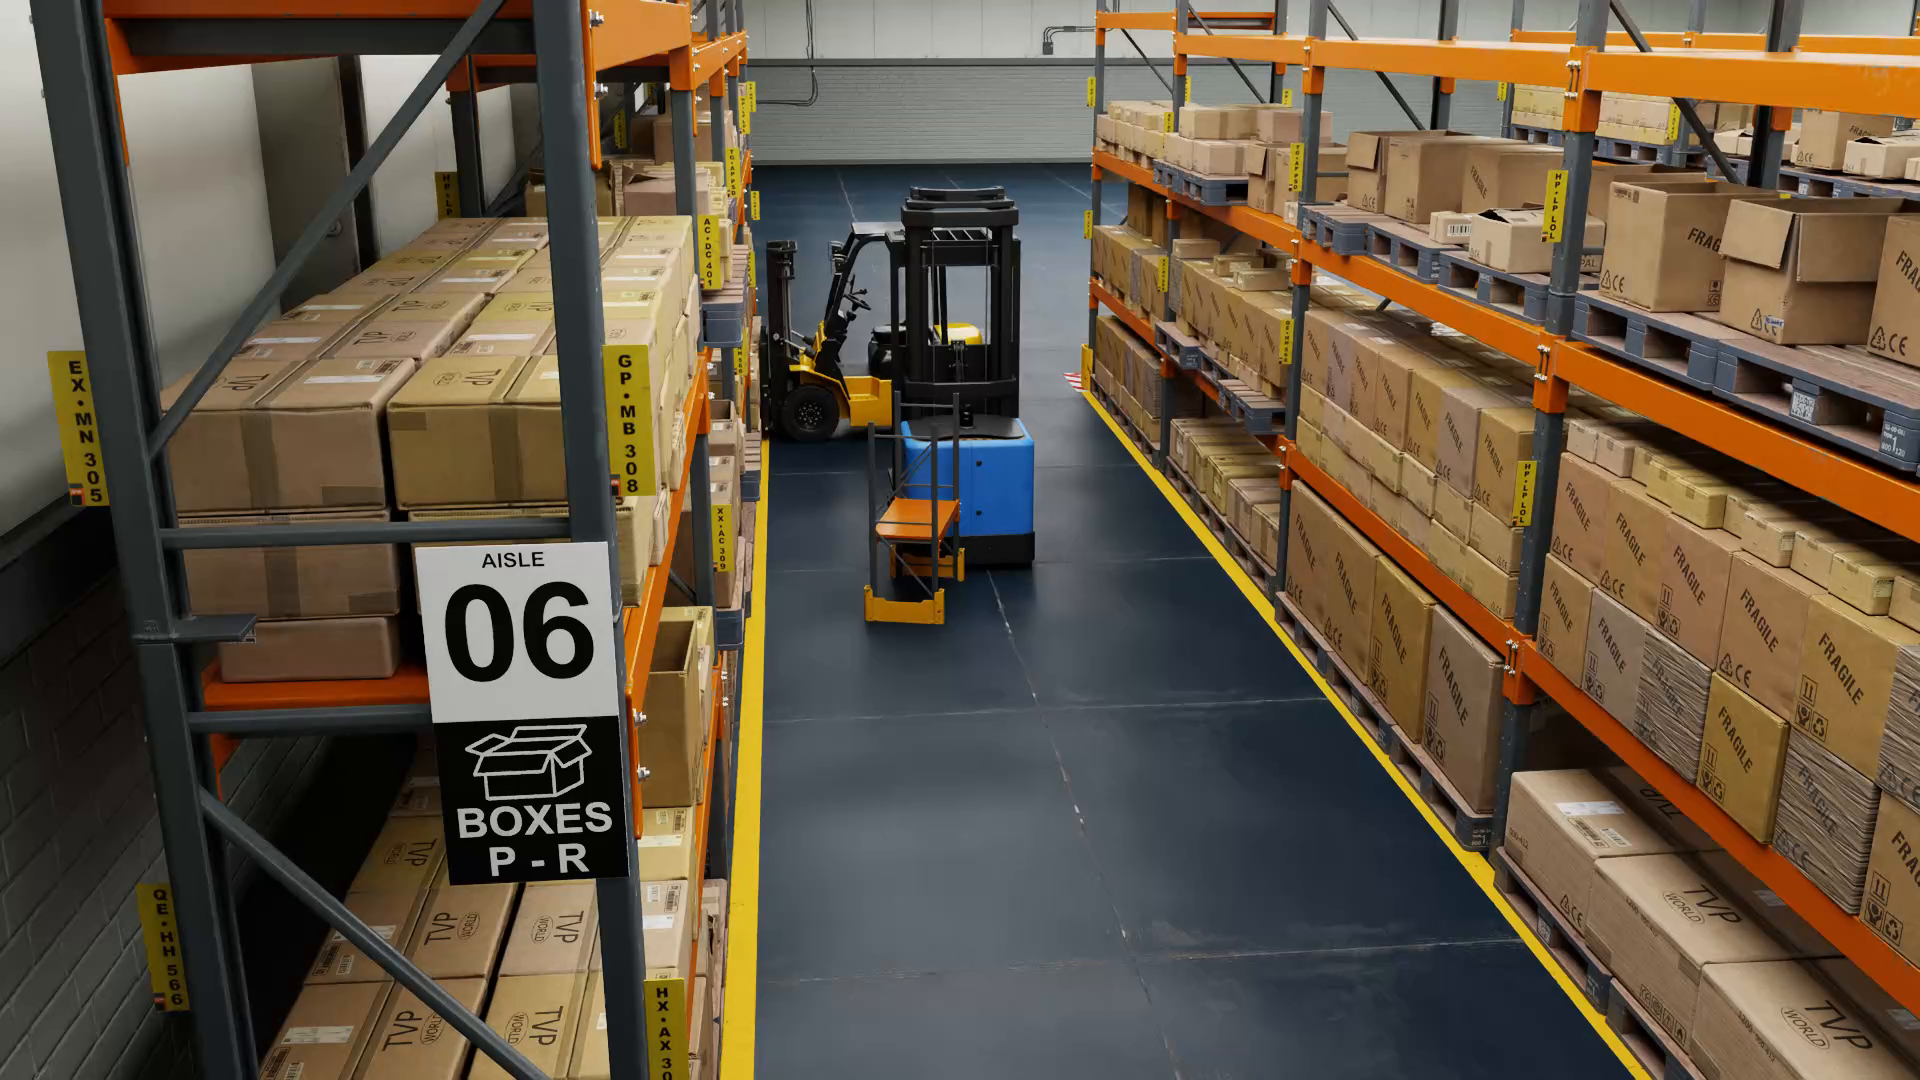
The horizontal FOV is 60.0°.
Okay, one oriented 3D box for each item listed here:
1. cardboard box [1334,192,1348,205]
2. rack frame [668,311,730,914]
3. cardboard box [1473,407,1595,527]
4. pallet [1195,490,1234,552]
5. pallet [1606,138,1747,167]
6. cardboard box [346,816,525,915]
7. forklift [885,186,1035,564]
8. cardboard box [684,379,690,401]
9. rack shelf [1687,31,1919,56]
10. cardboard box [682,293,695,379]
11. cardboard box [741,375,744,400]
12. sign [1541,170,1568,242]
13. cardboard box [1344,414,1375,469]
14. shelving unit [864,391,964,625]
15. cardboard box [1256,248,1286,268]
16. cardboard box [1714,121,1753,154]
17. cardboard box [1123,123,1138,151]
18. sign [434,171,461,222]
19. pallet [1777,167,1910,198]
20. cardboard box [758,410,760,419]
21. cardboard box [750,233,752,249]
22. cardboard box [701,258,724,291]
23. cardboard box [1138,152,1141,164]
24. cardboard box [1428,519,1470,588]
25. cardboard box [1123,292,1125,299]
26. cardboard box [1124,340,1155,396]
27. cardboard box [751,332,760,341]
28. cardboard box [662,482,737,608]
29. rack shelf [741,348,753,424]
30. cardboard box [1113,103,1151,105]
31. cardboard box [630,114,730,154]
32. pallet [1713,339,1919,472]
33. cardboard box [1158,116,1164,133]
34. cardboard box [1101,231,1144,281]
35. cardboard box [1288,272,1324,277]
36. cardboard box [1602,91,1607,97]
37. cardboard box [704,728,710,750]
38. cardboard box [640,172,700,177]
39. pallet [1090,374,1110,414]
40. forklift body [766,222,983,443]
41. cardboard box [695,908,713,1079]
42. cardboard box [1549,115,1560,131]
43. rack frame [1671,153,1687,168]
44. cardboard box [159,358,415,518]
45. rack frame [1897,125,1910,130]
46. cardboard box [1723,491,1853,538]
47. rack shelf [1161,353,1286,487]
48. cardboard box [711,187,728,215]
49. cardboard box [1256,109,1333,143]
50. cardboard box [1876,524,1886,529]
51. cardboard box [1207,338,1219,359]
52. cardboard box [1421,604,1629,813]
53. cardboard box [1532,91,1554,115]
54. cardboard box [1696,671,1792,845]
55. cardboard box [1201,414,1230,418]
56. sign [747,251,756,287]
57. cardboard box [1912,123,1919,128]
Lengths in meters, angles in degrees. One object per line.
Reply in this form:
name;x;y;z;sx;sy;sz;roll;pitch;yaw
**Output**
cardboard box;2.984;-2.465;12.236;0.396;0.266;0.258;-2;18;-6
rack frame;-1.650;0.424;7.819;1.000;3.000;0.127;-2;18;-6
cardboard box;2.991;-0.381;8.546;0.500;0.500;0.500;-1;17;-4
pallet;2.672;-0.188;14.422;1.003;0.211;1.213;-2;18;-6
pallet;7.301;-3.930;16.828;1.003;0.211;1.213;-2;18;-6
cardboard box;-1.647;1.115;5.372;0.500;0.250;0.500;-1;17;-4
forklift;-0.066;-1.586;14.336;1.130;2.935;3.031;-2;18;-6
cardboard box;-1.278;-0.636;6.607;0.380;0.149;0.250;-1;17;-4
rack shelf;7.581;-4.030;13.858;1.077;0.370;4.000;-2;18;-6
cardboard box;-1.287;-0.787;6.423;0.500;0.250;0.500;-2;18;-8
cardboard box;-2.024;-1.294;13.541;0.500;0.250;0.500;-1;17;-4
sign;2.748;-1.539;7.675;0.100;0.325;0.005;-2;18;-6
cardboard box;2.772;-0.628;10.585;0.500;0.250;0.500;-2;18;-6
shelving unit;-0.334;-0.267;12.522;0.587;1.500;1.083;3;18;8
cardboard box;2.818;-2.478;14.615;0.380;0.149;0.250;-2;18;-7
cardboard box;7.189;-3.725;15.382;0.258;0.266;0.396;-2;18;-7
cardboard box;1.989;-4.193;17.270;0.500;0.250;0.500;-1;17;-4
sign;-2.202;-1.424;7.176;0.100;0.325;0.005;-2;18;-6
pallet;7.550;-2.970;13.936;1.003;0.211;1.213;-1;17;-3
cardboard box;-2.264;-1.153;16.732;0.500;0.250;0.500;-2;18;-7
cardboard box;-2.517;-3.339;18.554;0.380;0.149;0.250;-1;17;-5
cardboard box;-1.285;-1.237;7.653;0.380;0.149;0.250;-2;17;-5
cardboard box;2.061;-3.974;17.238;0.380;0.149;0.250;-2;18;-6
cardboard box;2.938;0.063;9.218;0.500;0.250;0.500;-2;18;-6
cardboard box;1.993;-2.692;18.164;0.380;0.149;0.250;-1;17;-4
cardboard box;2.026;-1.832;17.642;0.500;0.500;0.500;-1;17;-3
cardboard box;-2.410;-2.087;18.038;0.500;0.250;0.500;-2;17;-5
cardboard box;-1.477;0.025;8.223;0.700;0.500;0.500;-1;17;-4
rack shelf;-2.269;-1.021;13.621;1.077;0.370;4.000;-2;18;-6
cardboard box;1.889;-4.734;18.330;0.380;0.149;0.250;-2;18;-6
cardboard box;-2.046;-2.865;12.254;0.700;0.500;0.500;-2;18;-7
pallet;3.483;-0.513;5.943;1.003;0.211;1.213;-2;18;-6
cardboard box;2.109;-3.969;15.891;0.380;0.149;0.250;-2;18;-7
cardboard box;1.879;-3.192;18.672;0.500;0.500;0.500;-1;17;-4
cardboard box;2.837;-2.072;14.404;0.500;0.500;0.500;-1;17;-4
cardboard box;6.891;-4.712;17.391;0.380;0.149;0.250;-2;18;-6
cardboard box;-1.267;0.784;7.090;0.380;0.149;0.250;-1;17;-4
cardboard box;-1.749;-2.130;10.034;0.380;0.149;0.250;-2;18;-6
pallet;2.106;-1.710;19.271;1.003;0.211;1.213;-2;18;-6
forklift body;-0.878;-2.238;17.715;2.313;2.155;1.214;-2;18;-6
cardboard box;-1.363;1.857;6.725;0.700;0.500;0.500;-2;18;-8
cardboard box;6.783;-4.635;18.478;0.380;0.149;0.250;-2;18;-5
rack frame;7.375;-2.297;16.486;1.000;3.000;0.127;-2;18;-6
cardboard box;-1.561;-0.248;3.872;0.500;0.250;0.500;-2;18;-7
rack frame;11.906;-3.612;20.675;1.000;3.000;0.127;-2;18;-6
cardboard box;3.243;-0.084;6.517;0.380;0.149;0.250;-2;18;-6
rack shelf;2.668;-1.175;14.113;1.077;0.370;4.000;-2;18;-6
cardboard box;-1.462;-1.837;9.068;0.380;0.149;0.250;-2;18;-5
cardboard box;2.775;-3.441;13.835;0.500;0.250;0.500;-1;17;-5
cardboard box;3.744;-0.027;6.337;0.380;0.149;0.250;-2;18;-6
cardboard box;2.311;-1.631;14.083;0.380;0.149;0.250;-1;17;-4
cardboard box;3.143;0.900;9.147;0.875;0.875;0.875;-1;17;-4
cardboard box;6.810;-4.936;18.768;0.500;0.250;0.500;-2;18;-6
cardboard box;3.220;0.821;6.386;0.500;0.500;0.500;-1;17;-4
cardboard box;2.669;-1.187;16.839;0.500;0.250;0.500;-3;18;-8
sign;-1.936;-2.494;15.312;0.100;0.325;0.005;-2;18;-6
cardboard box;11.699;-4.820;19.765;0.500;0.250;0.500;-1;17;-4
